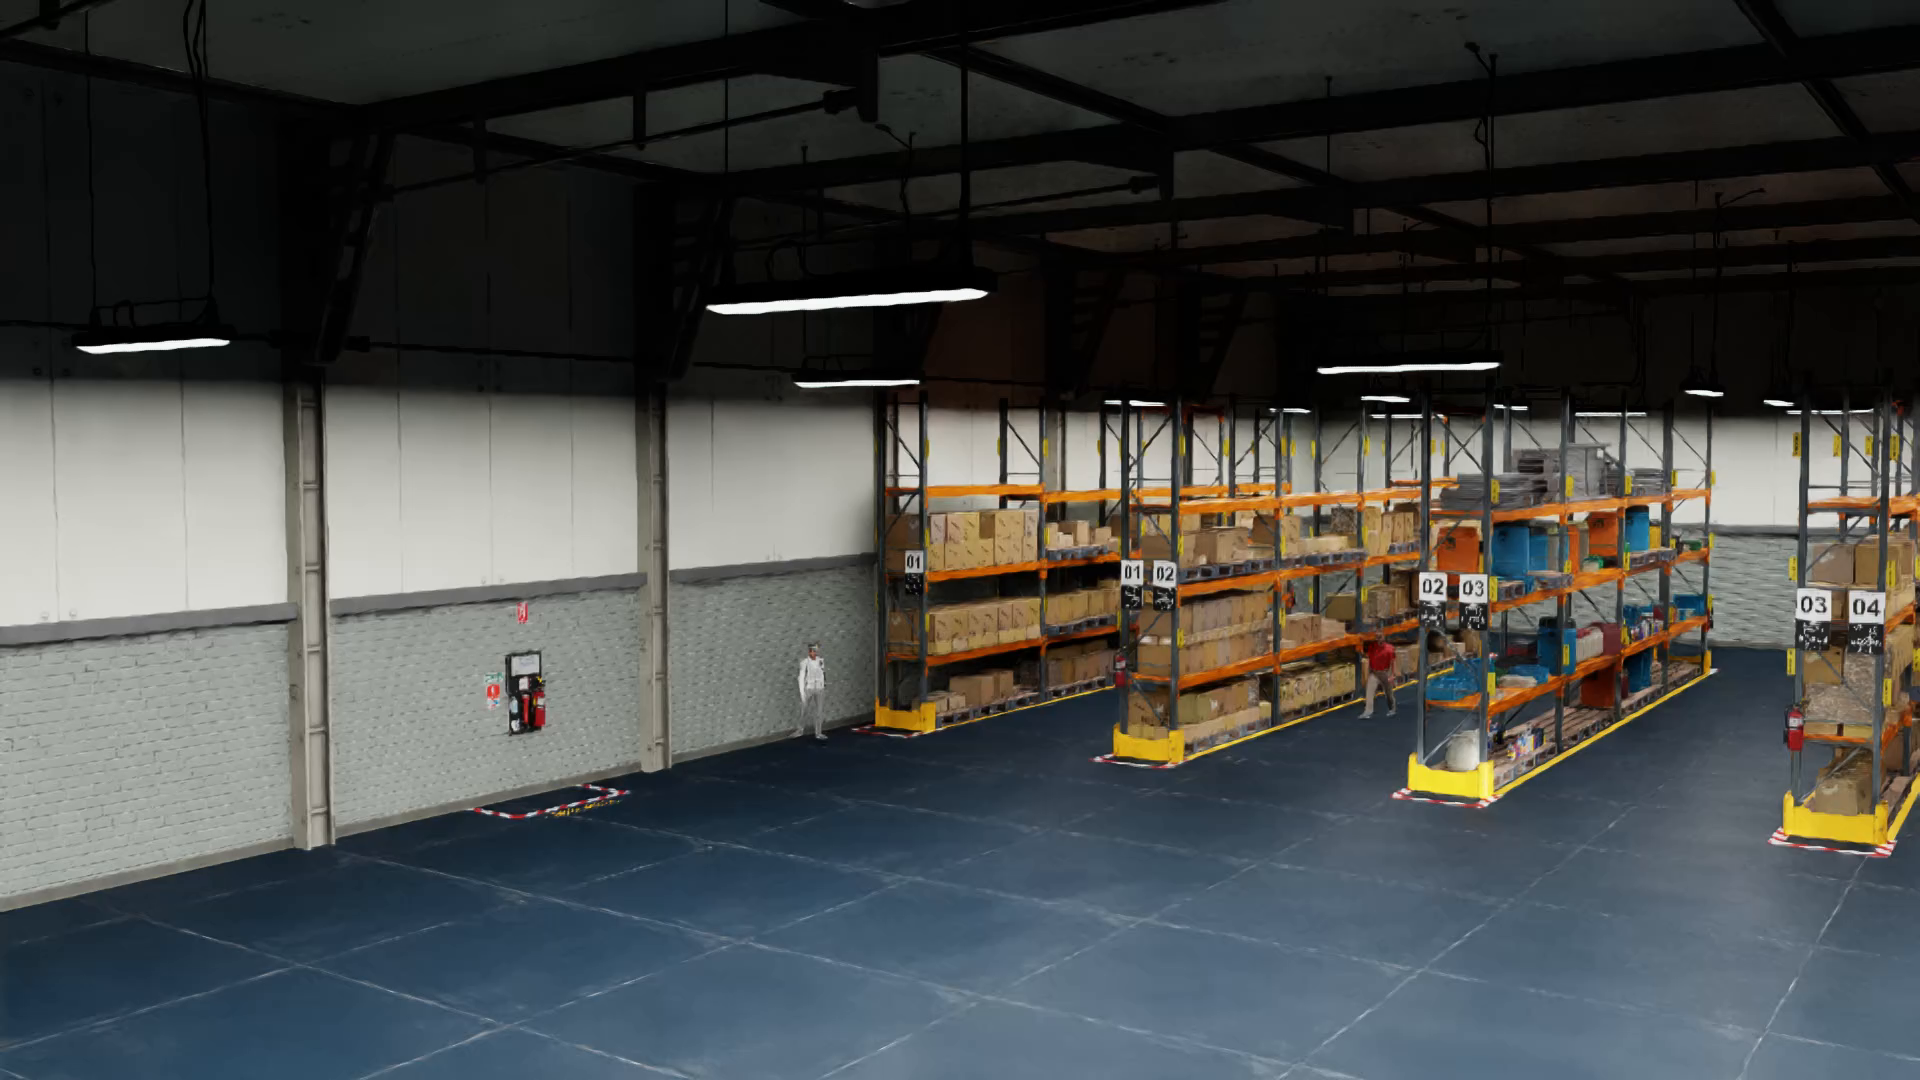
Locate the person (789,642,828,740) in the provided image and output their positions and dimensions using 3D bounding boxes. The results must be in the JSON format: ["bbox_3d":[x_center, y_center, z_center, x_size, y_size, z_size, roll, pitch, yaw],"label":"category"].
[{"bbox_3d":[-2.612,2.587,28.579,0.633,1.673,0.446,-1,3,-18],"label":"person"}]

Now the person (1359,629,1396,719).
[{"bbox_3d":[7.760,2.460,30.659,0.540,1.646,1.130,2,4,32],"label":"person"}]
